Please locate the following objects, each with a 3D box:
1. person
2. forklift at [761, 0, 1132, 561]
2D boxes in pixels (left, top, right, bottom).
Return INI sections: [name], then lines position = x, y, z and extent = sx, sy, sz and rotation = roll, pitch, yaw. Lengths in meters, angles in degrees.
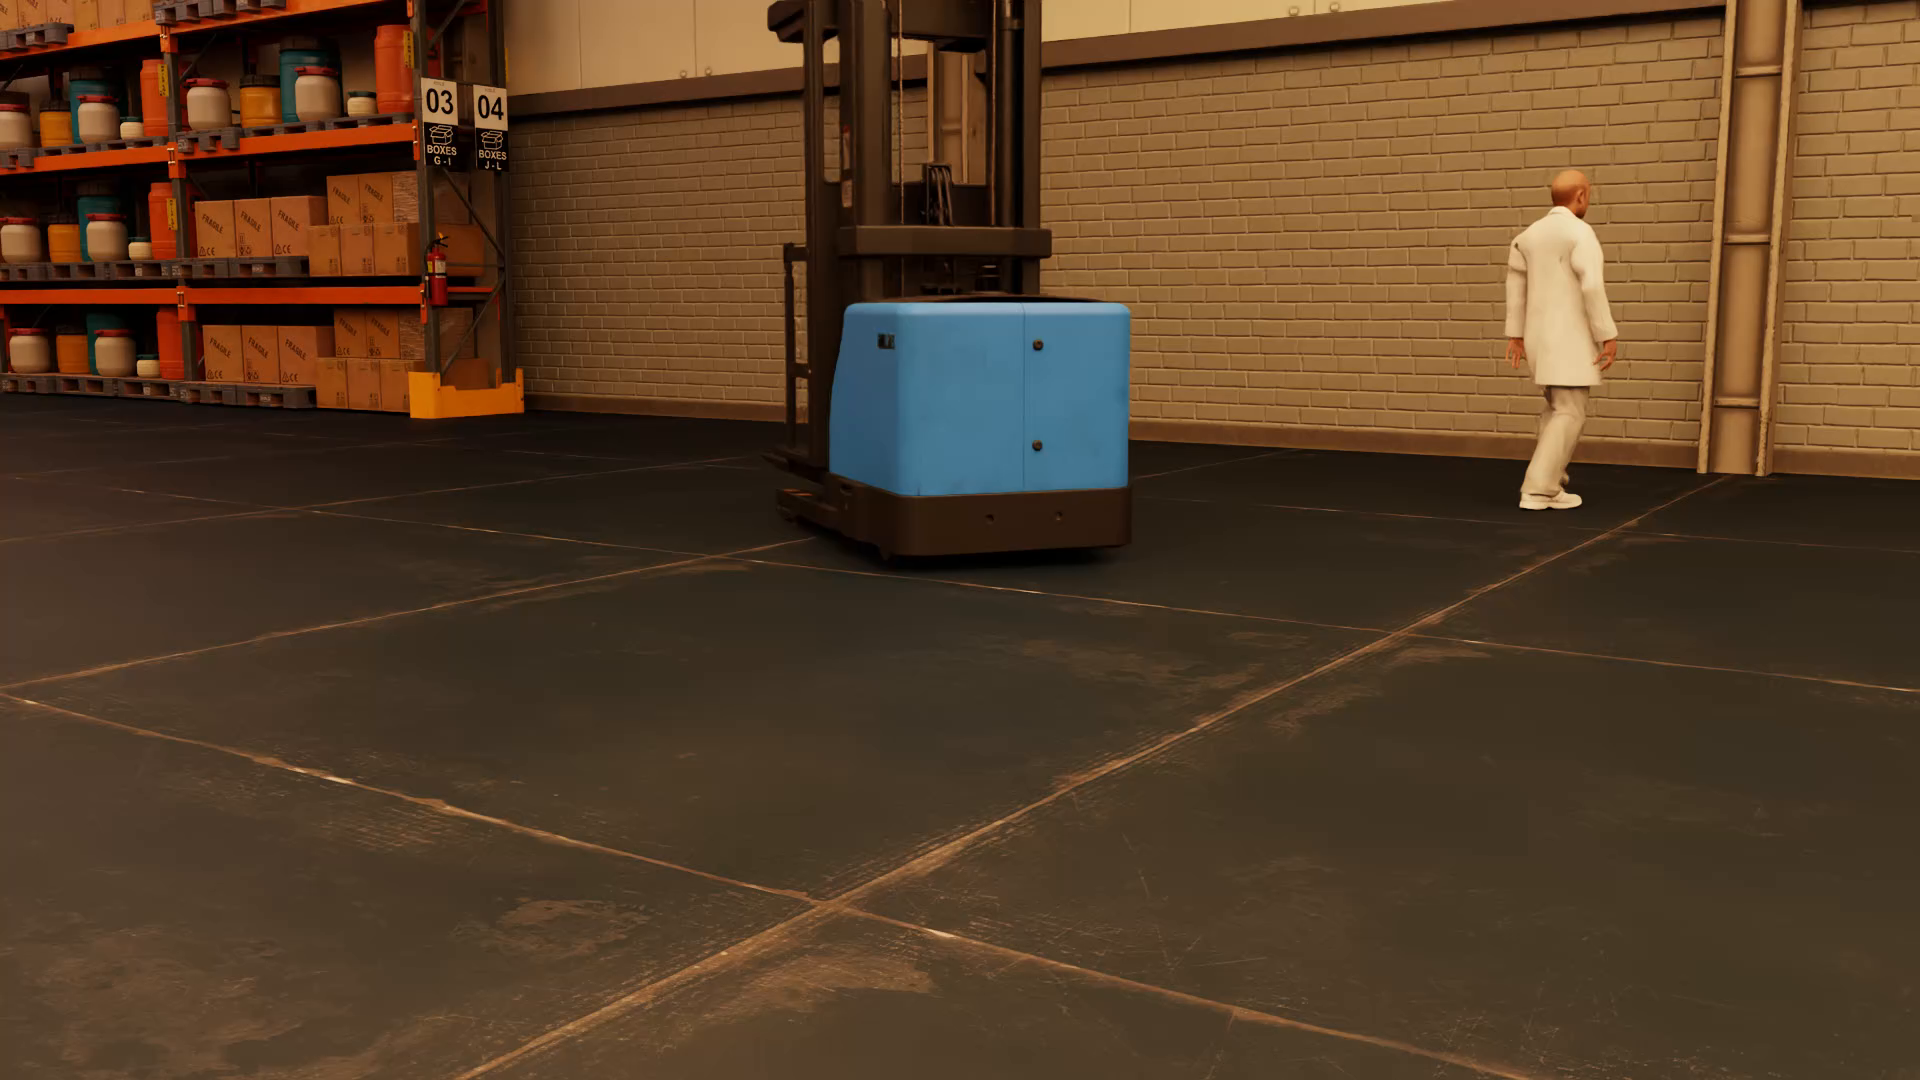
[person]
position = 3.192, -1.020, 8.770
extent = 0.618, 1.824, 0.691
rotation = -3, 9, -20
[forklift]
position = -0.276, -1.536, 7.992
extent = 1.130, 2.935, 3.031
rotation = -3, 9, -21
